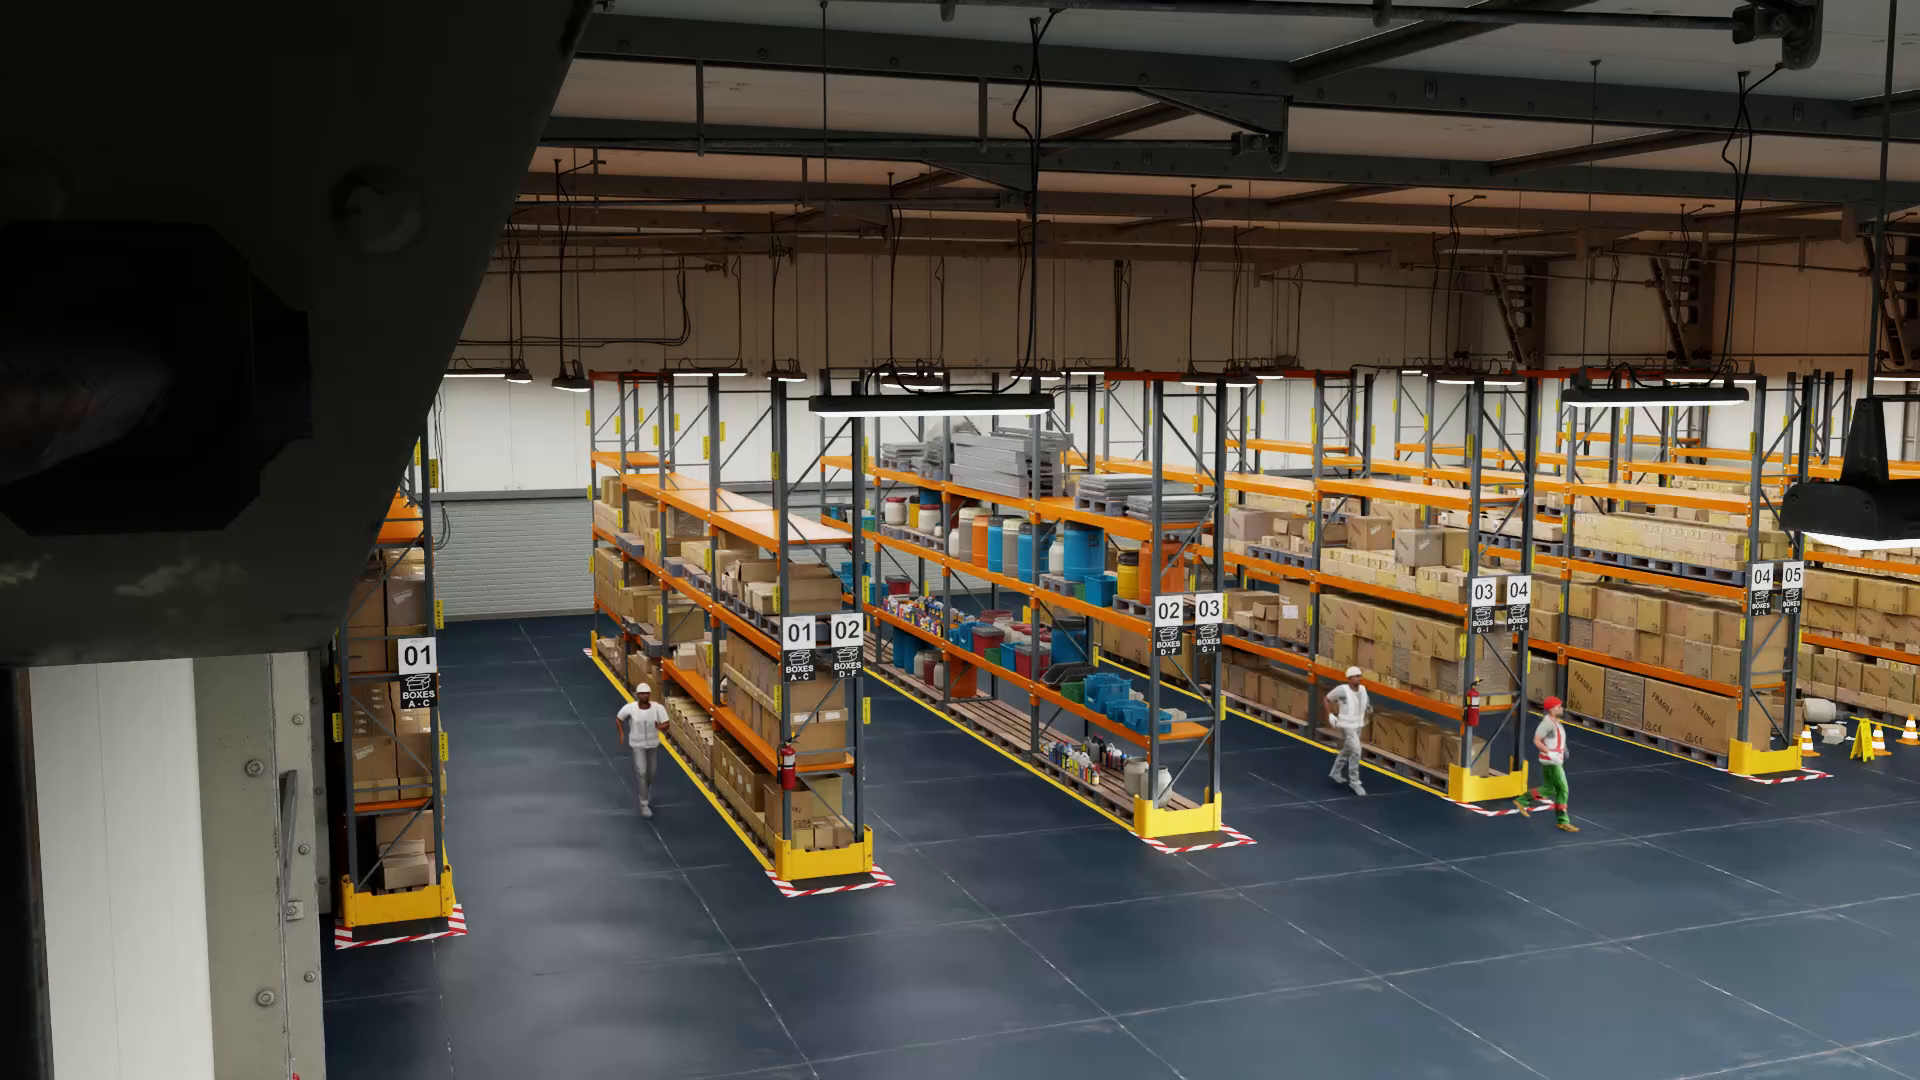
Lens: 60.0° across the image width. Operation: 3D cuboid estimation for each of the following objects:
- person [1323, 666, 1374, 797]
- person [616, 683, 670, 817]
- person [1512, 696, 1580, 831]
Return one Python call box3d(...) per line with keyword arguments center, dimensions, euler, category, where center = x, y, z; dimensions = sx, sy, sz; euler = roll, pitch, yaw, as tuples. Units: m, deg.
box3d(center=(5.681, 2.739, 24.172), dimensions=(0.687, 1.831, 0.790), euler=(-5, 8, -38), category="person")
box3d(center=(-4.367, 2.855, 23.053), dimensions=(0.694, 1.767, 0.969), euler=(-3, 7, -24), category="person")
box3d(center=(7.882, 2.980, 22.283), dimensions=(0.874, 1.802, 0.698), euler=(3, 7, 26), category="person")
